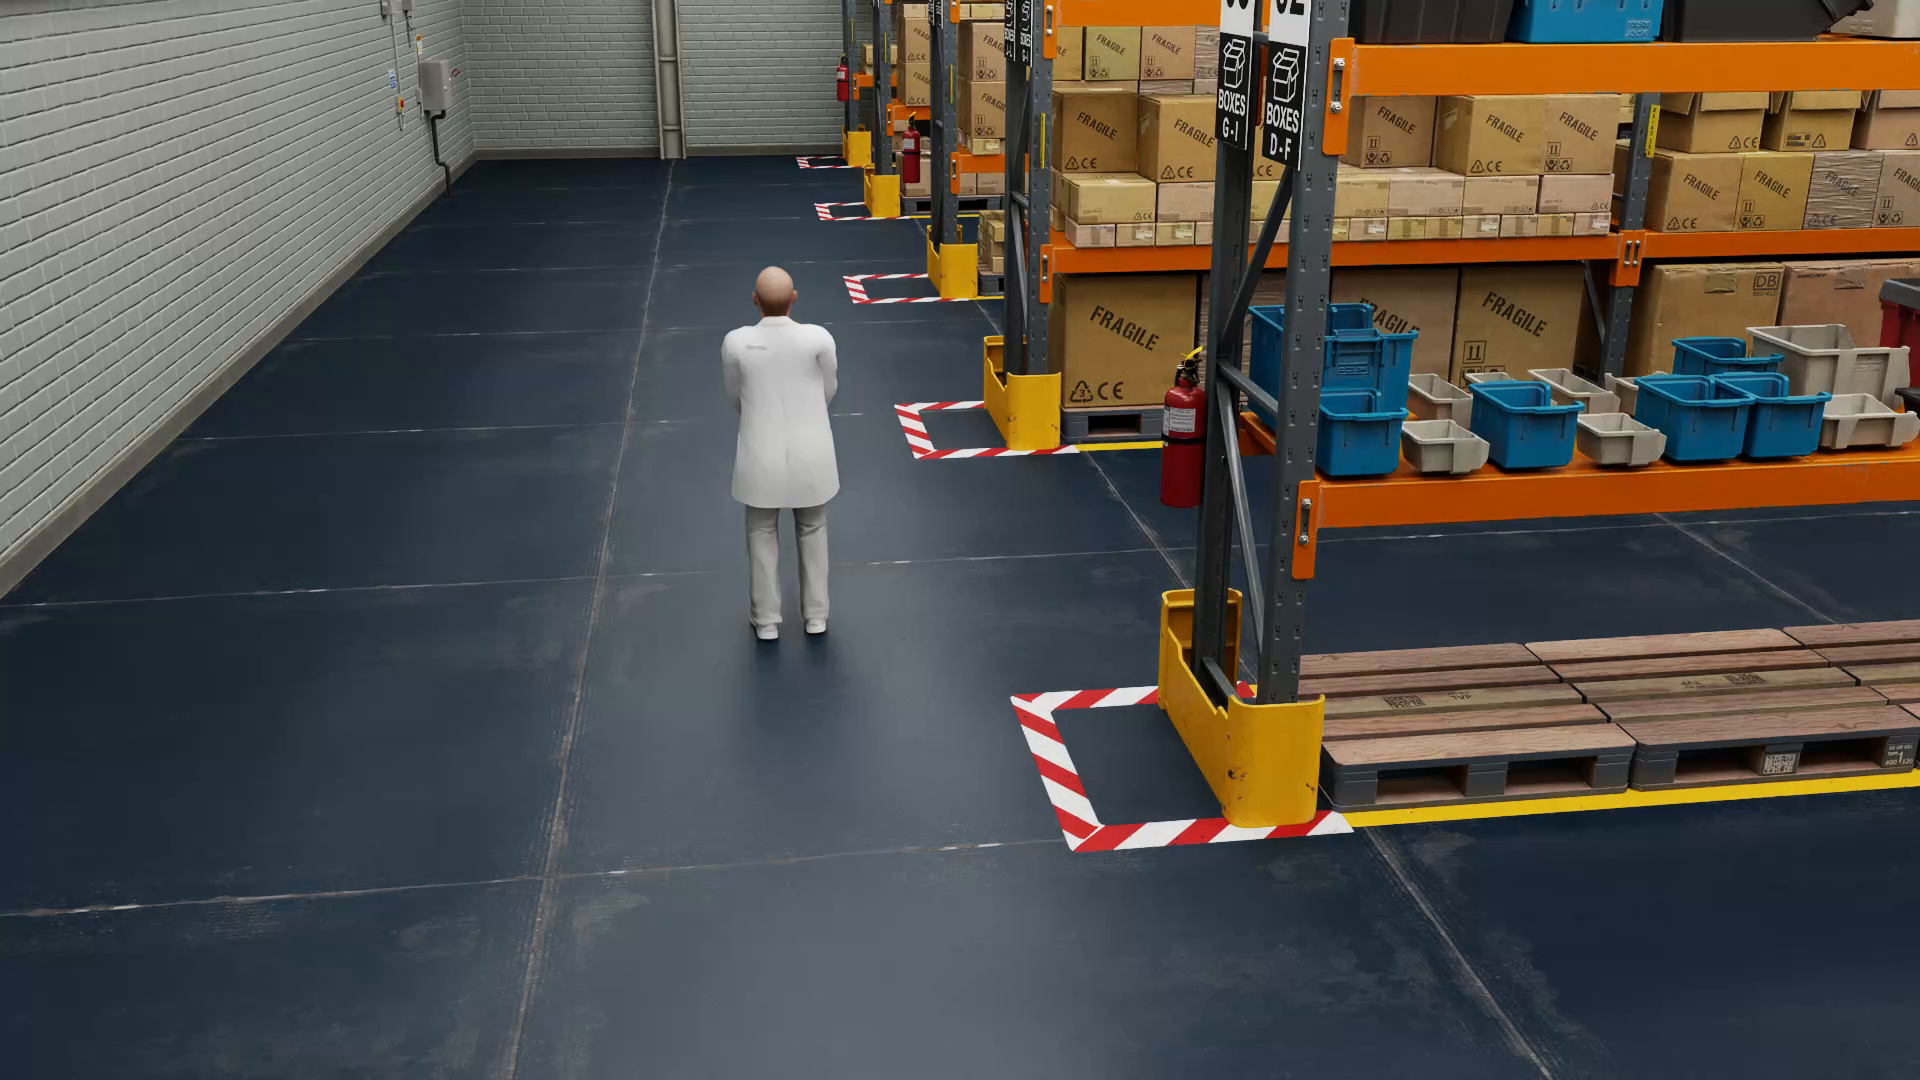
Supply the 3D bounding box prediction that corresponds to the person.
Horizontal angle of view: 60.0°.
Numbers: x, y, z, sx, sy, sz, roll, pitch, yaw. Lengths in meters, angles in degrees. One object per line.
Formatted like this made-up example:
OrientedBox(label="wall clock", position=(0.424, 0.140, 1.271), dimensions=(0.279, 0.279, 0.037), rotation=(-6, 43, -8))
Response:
OrientedBox(label="person", position=(-0.835, -0.433, 7.811), dimensions=(0.527, 1.769, 0.562), rotation=(-3, 20, -8))
